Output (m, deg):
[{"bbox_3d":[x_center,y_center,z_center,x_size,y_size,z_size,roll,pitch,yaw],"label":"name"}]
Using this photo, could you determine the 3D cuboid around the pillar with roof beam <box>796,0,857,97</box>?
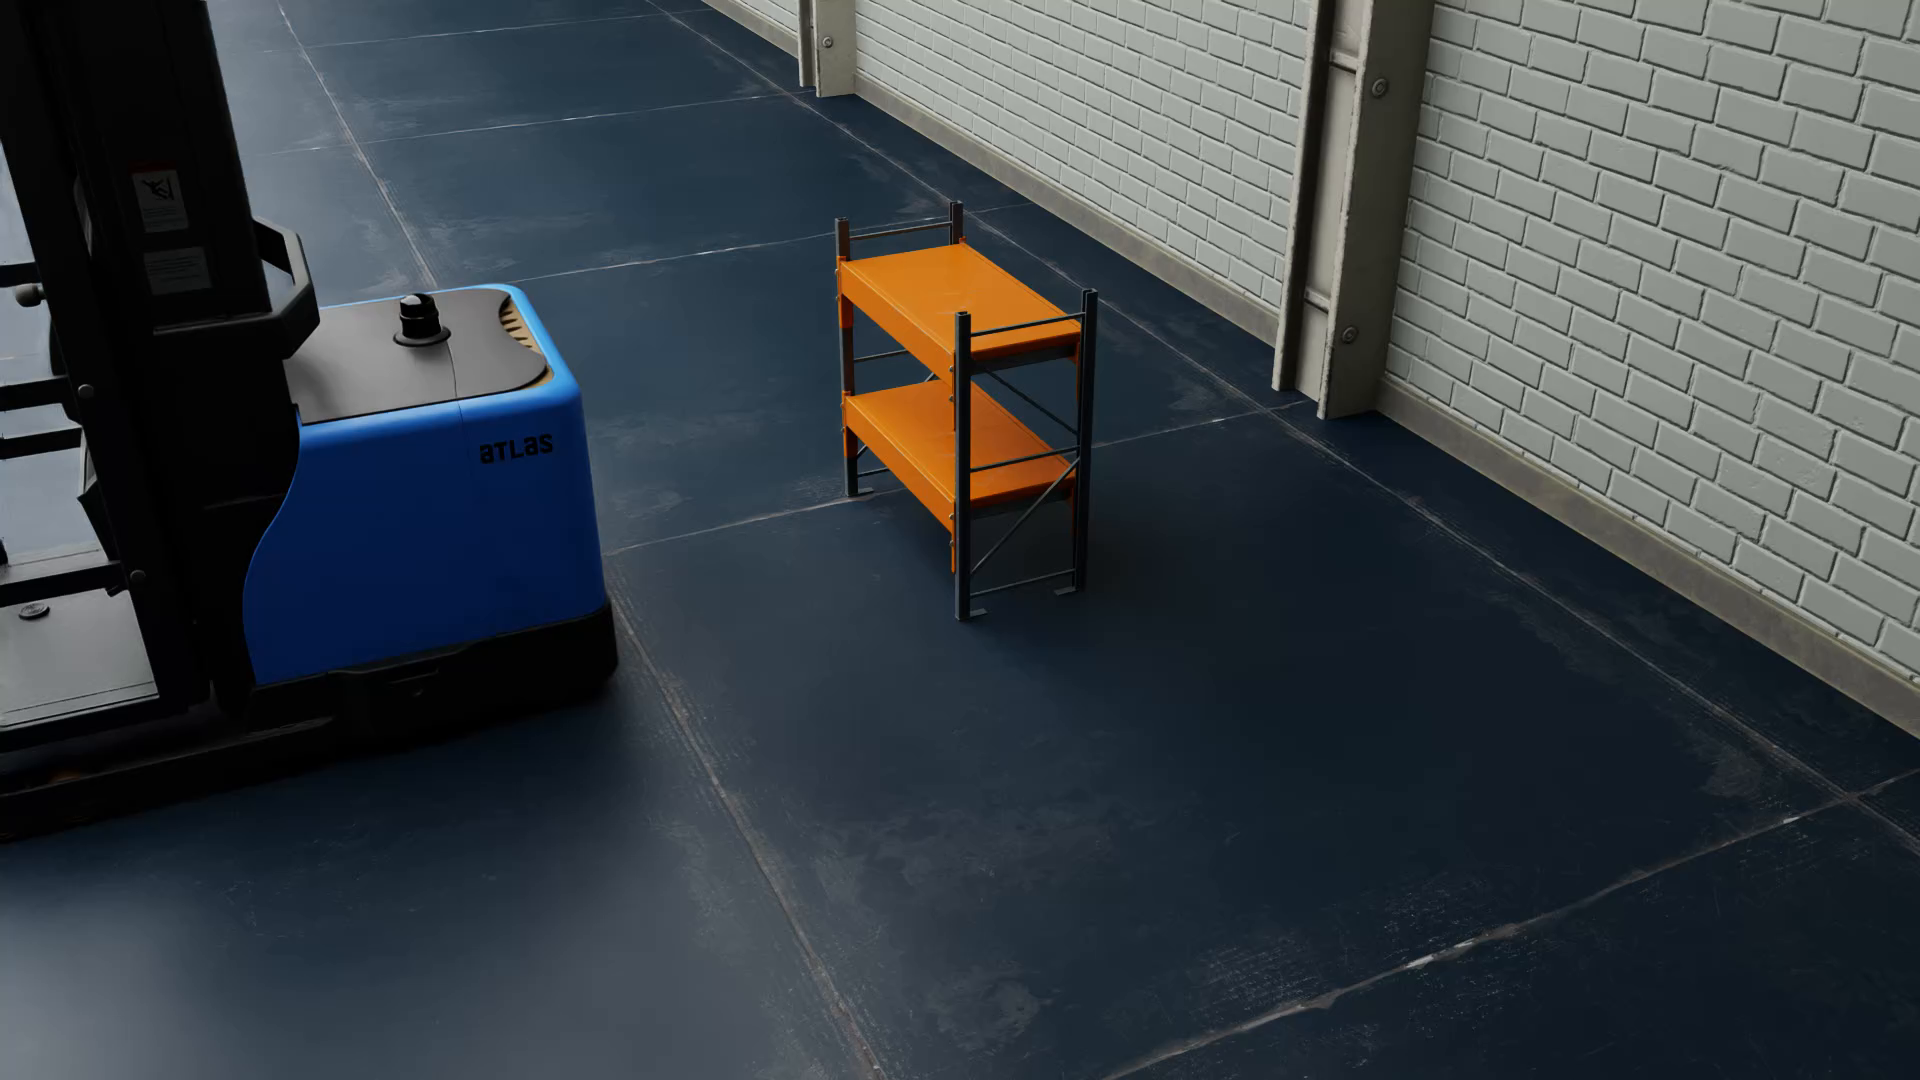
[{"bbox_3d":[-4.842,-6.307,8.296,9.100,9.000,0.400,-13,32,-22],"label":"pillar with roof beam"}]

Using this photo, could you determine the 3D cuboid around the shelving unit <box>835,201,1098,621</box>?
[{"bbox_3d":[-0.003,-0.494,5.980,0.538,1.125,1.048,-13,32,-22],"label":"shelving unit"}]

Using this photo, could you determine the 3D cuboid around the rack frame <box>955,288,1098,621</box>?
[{"bbox_3d":[0.215,-0.269,5.580,0.500,1.125,0.032,-13,32,-22],"label":"rack frame"}]

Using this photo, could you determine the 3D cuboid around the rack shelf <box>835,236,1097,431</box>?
[{"bbox_3d":[-0.003,-0.749,5.837,0.538,0.278,1.000,-13,32,-22],"label":"rack shelf"}]

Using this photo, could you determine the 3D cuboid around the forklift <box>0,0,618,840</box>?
[{"bbox_3d":[-2.672,-0.720,4.538,3.031,2.935,1.130,-12,31,-21],"label":"forklift"}]

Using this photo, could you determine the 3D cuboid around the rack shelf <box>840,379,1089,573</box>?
[{"bbox_3d":[-0.003,-0.280,6.100,0.538,0.278,1.000,-13,32,-22],"label":"rack shelf"}]

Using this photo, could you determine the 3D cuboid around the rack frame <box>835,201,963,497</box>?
[{"bbox_3d":[-0.221,-0.718,6.381,0.500,1.125,0.032,-13,32,-22],"label":"rack frame"}]

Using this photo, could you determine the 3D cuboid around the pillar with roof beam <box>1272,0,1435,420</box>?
[{"bbox_3d":[-2.266,-3.656,3.570,9.100,9.000,0.400,-13,32,-22],"label":"pillar with roof beam"}]
